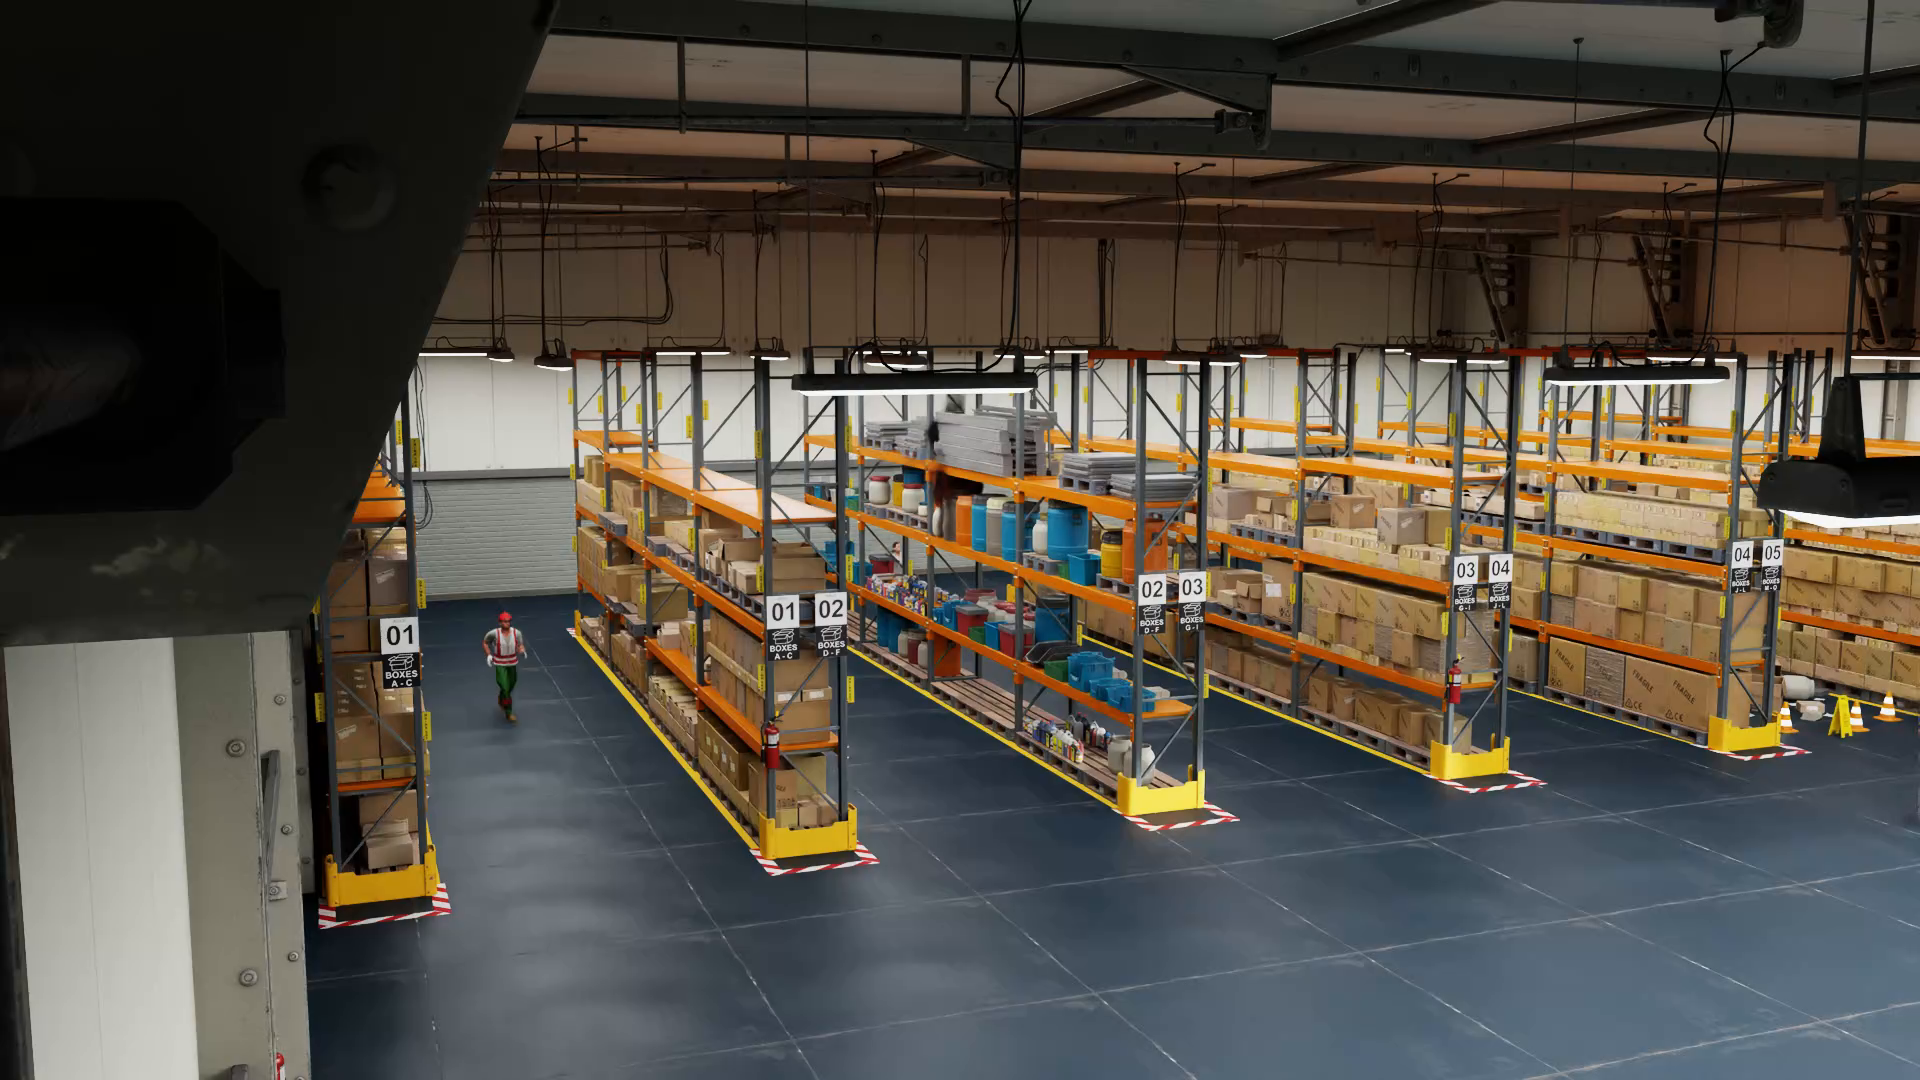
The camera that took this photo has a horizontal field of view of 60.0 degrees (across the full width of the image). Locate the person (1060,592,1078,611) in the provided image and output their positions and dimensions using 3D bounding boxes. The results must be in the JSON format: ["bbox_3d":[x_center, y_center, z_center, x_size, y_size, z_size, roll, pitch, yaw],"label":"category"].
[{"bbox_3d":[2.011,1.586,32.116,0.524,1.525,0.736,-4,8,-31],"label":"person"}]

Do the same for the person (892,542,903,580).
[{"bbox_3d":[-1.396,0.853,37.638,0.666,1.660,0.578,4,8,30],"label":"person"}]

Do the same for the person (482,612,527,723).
[{"bbox_3d":[-7.517,2.054,27.405,0.631,1.779,0.954,-5,9,-34],"label":"person"}]
